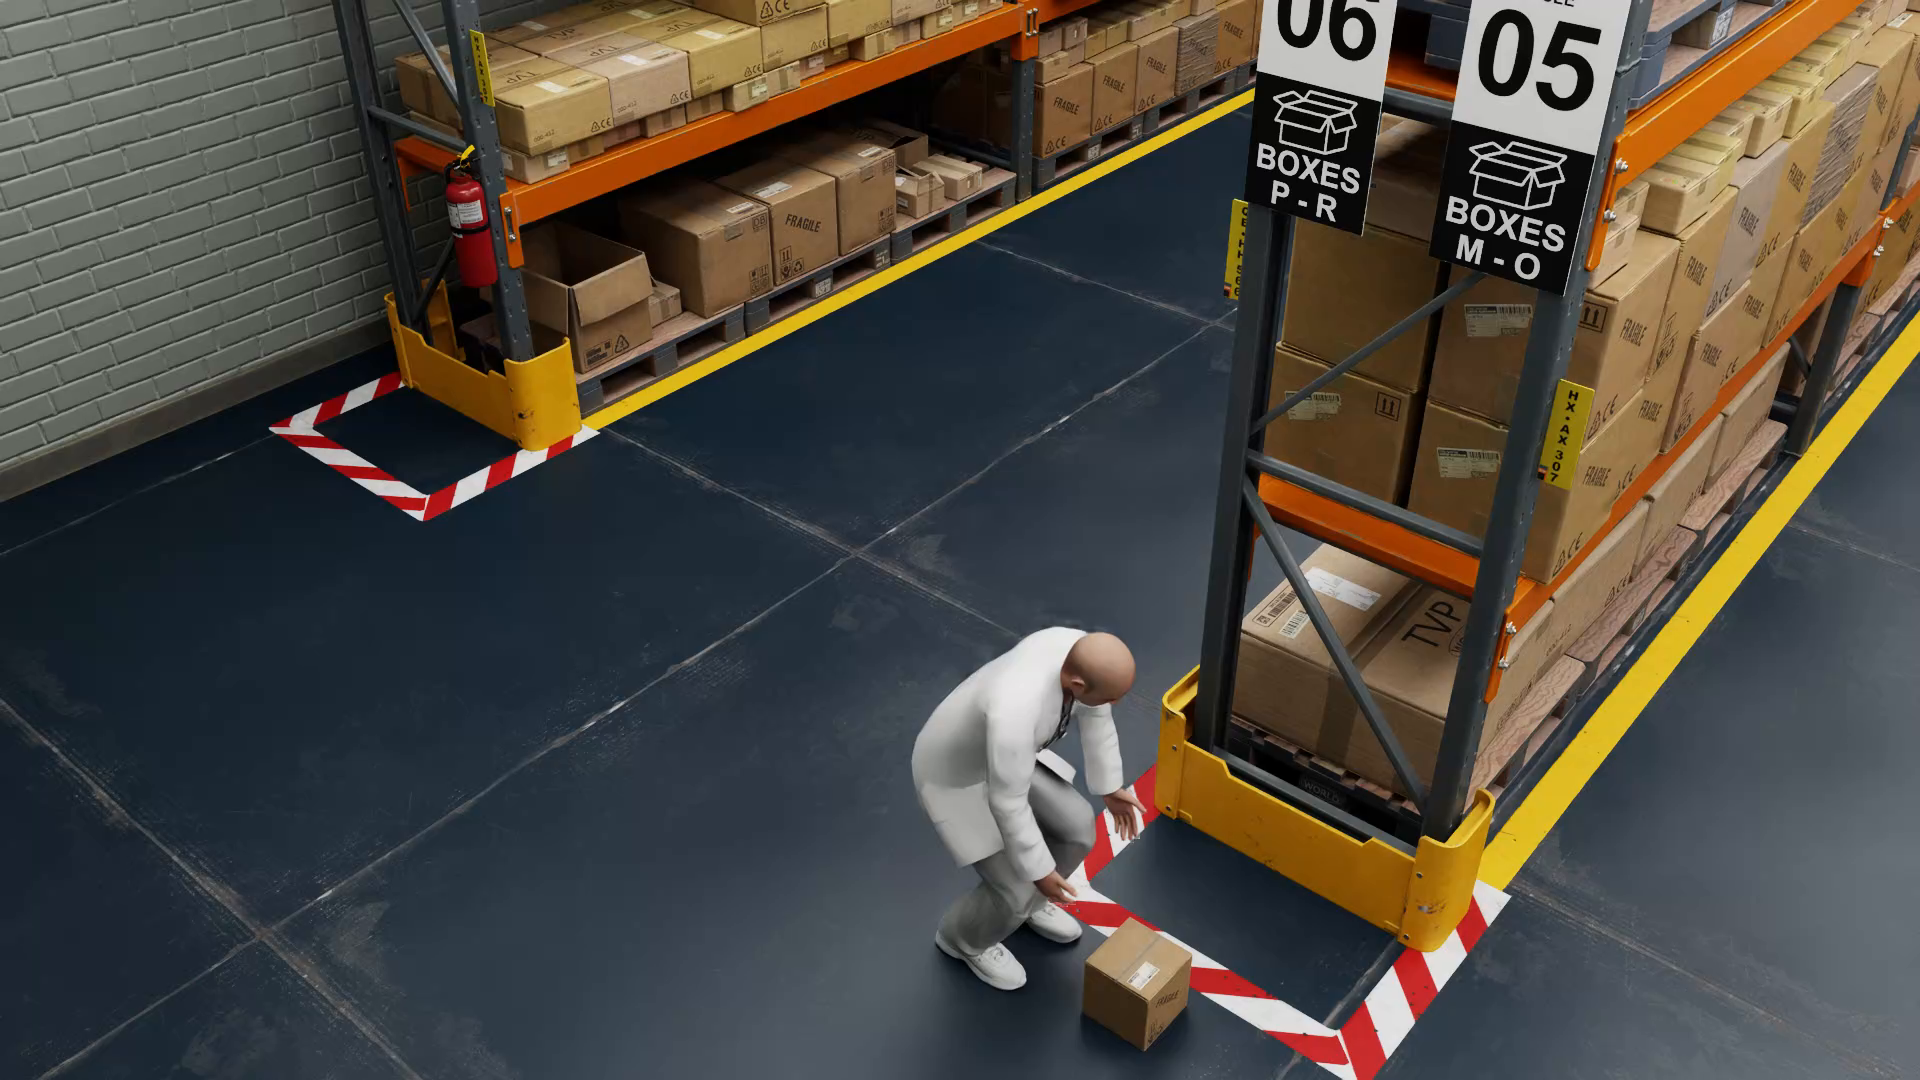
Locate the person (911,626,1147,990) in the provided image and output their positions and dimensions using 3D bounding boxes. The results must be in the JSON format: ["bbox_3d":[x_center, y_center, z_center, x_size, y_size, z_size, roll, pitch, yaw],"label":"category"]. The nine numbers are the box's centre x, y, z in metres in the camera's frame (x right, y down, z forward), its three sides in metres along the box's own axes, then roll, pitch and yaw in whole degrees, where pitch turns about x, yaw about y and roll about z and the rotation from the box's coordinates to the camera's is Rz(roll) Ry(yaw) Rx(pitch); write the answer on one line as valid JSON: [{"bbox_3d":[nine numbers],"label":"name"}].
[{"bbox_3d":[0.204,0.793,5.334,0.719,1.410,0.631,23,41,29],"label":"person"}]
